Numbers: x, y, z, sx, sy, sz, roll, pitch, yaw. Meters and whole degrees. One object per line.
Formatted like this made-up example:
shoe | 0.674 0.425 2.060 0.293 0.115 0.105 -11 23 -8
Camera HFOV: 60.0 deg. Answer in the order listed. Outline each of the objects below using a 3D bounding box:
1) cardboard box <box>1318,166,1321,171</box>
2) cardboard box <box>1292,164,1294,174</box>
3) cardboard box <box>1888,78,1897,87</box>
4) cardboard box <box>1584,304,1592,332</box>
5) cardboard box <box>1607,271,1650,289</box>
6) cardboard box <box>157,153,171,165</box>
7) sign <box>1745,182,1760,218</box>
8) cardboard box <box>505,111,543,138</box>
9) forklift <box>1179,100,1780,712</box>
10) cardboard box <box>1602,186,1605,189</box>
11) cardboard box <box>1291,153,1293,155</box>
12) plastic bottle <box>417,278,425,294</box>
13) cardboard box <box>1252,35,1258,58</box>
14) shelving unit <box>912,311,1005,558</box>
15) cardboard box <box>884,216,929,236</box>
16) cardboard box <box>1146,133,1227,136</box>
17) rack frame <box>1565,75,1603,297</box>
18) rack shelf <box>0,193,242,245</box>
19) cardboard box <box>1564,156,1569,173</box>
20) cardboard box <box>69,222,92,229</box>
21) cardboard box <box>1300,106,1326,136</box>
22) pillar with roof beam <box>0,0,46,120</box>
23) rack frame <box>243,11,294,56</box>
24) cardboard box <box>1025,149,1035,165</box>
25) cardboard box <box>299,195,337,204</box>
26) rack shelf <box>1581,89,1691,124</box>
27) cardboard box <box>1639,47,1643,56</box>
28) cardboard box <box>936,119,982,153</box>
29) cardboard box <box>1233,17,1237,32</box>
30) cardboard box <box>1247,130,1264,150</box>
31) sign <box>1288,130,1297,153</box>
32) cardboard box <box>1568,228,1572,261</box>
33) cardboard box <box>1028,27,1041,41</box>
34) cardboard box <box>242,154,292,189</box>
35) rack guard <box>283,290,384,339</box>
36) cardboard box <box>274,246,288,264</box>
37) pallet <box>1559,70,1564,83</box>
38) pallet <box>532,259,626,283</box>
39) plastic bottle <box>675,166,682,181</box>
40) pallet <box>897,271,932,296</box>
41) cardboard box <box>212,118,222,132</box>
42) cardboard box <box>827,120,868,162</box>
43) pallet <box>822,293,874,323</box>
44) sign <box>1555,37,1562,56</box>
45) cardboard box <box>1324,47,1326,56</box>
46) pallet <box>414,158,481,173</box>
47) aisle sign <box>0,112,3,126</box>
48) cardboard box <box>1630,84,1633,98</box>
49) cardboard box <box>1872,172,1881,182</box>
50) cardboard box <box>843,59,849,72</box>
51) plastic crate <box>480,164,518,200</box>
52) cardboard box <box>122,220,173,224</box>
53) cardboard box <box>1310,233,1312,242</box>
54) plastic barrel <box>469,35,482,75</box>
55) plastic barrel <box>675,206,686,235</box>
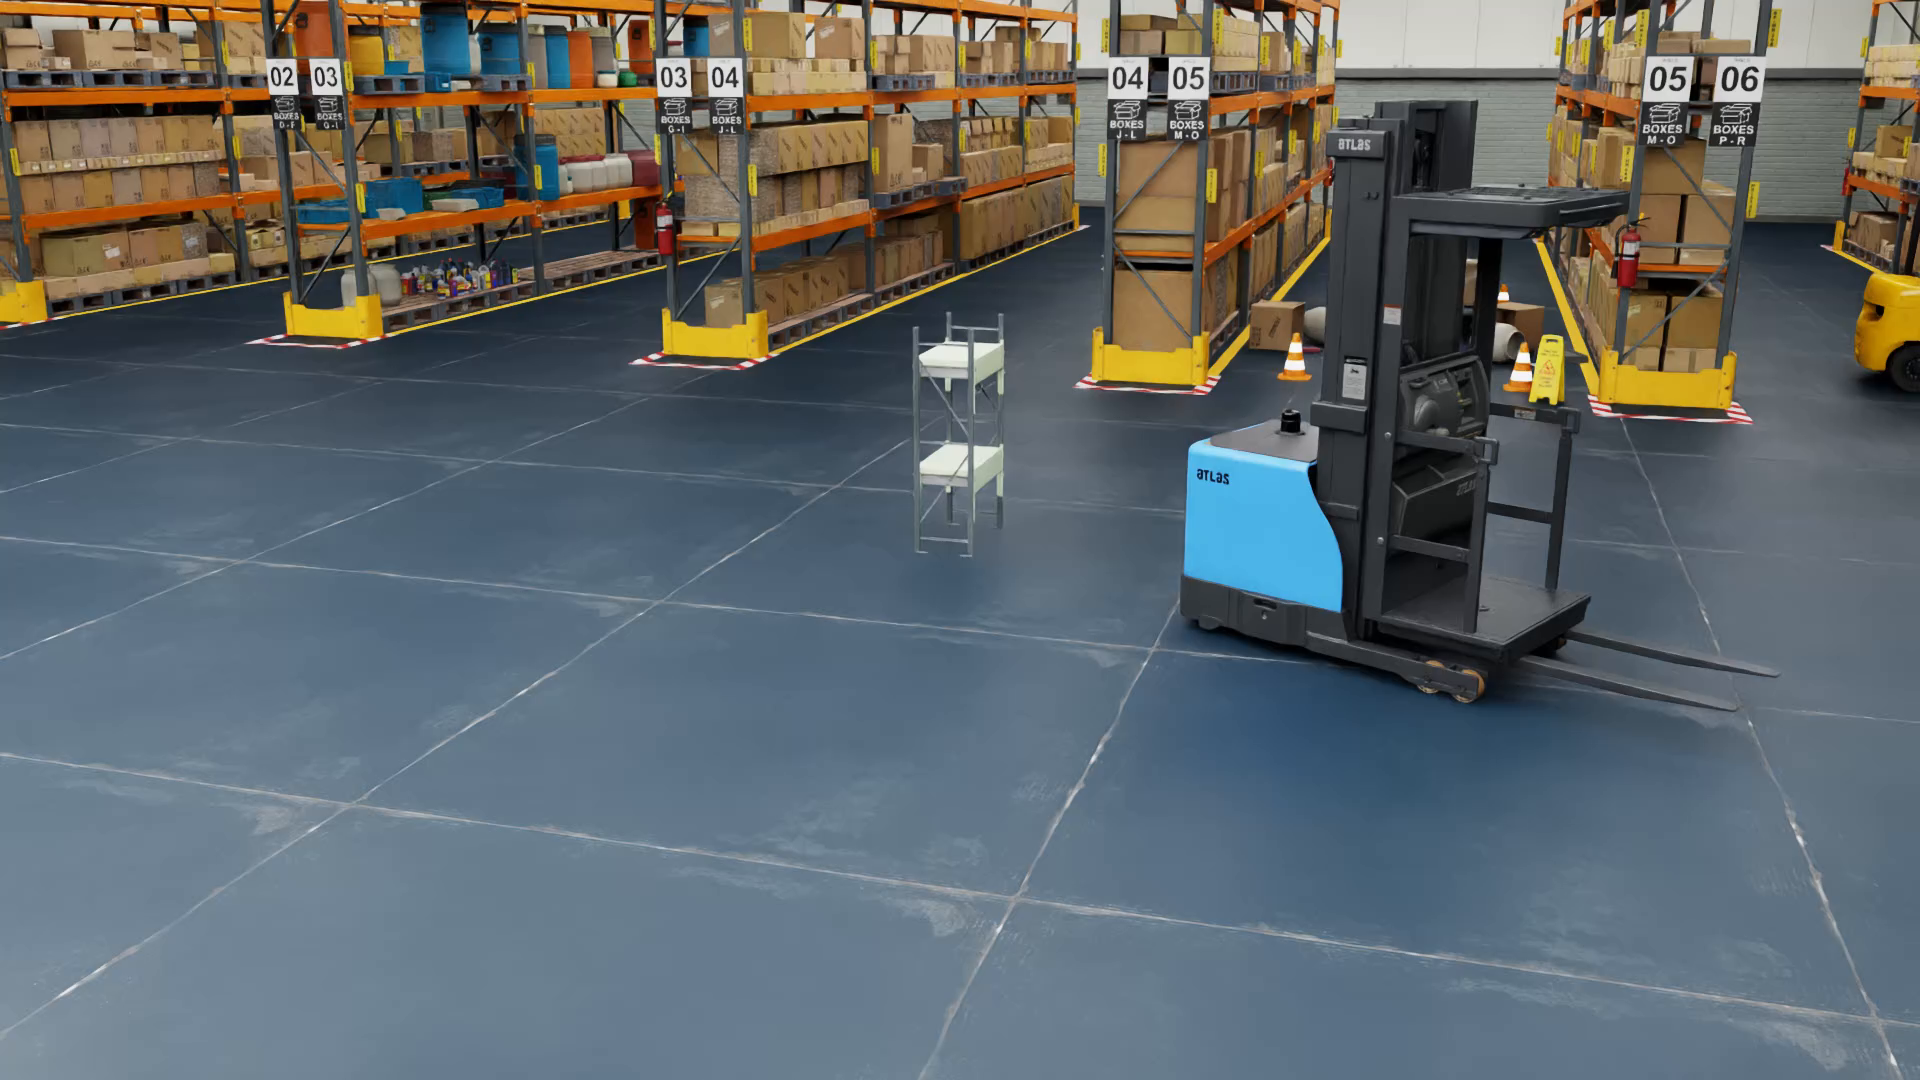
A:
cardboard box | 6.371 -6.796 30.254 0.380 0.149 0.250 4 16 13
cardboard box | 5.007 -5.793 25.948 0.380 0.149 0.250 4 16 14
cardboard box | 15.136 -7.345 26.692 0.380 0.149 0.250 5 17 17
cardboard box | 7.447 -2.538 19.048 0.500 0.250 0.500 4 16 13
cardboard box | 6.755 -2.628 16.805 0.380 0.149 0.250 5 17 17
cardboard box | -11.287 -5.336 23.272 0.380 0.149 0.250 5 16 16
sign | 7.257 -3.120 15.245 0.100 0.325 0.005 5 16 16
cardboard box | -8.447 -8.053 32.209 0.500 0.500 0.500 5 17 17
forklift | 2.697 -0.747 8.591 3.031 2.935 1.130 14 21 40
cardboard box | 7.361 -3.756 18.347 0.500 0.500 0.500 5 16 16
cardboard box | 4.925 -6.013 25.632 0.380 0.149 0.250 5 17 18
plastic bottle | -7.149 -3.373 22.046 0.097 0.201 0.097 0 16 0
cardboard box | 3.205 -5.765 19.436 0.500 0.250 0.500 4 16 15
shelving unit | -0.002 -0.720 11.119 0.431 1.500 0.755 5 16 16
cardboard box | -0.794 -4.659 24.660 0.500 0.250 0.500 7 17 22
cardboard box | 2.488 -4.224 18.472 0.875 0.550 0.500 5 16 16
rack frame | 9.010 -4.838 22.890 1.000 3.000 0.127 5 16 16
rack shelf | -11.693 -4.460 22.875 1.077 0.370 4.000 5 16 16
cardboard box | 9.462 -5.691 25.257 0.500 0.250 0.500 5 17 17
cardboard box | -15.265 -5.318 28.356 0.700 0.500 0.500 5 16 16
cardboard box | 6.187 -7.414 29.410 0.500 0.500 0.500 4 16 14
pillar with roof beam | -11.810 -9.038 26.704 9.100 9.000 0.400 5 16 16
rack frame | -13.602 -10.692 32.533 1.000 3.000 0.127 5 16 16
cardboard box | 1.030 -6.827 29.631 0.500 0.250 0.500 4 16 15
cardboard box | -13.291 -6.993 34.297 0.700 0.500 0.500 5 17 17
rack shelf | 8.442 -5.412 20.734 1.077 0.370 4.000 5 16 16
cardboard box | 6.715 -4.695 15.888 0.380 0.149 0.250 4 16 15
cardboard box | -0.080 -6.498 26.719 0.797 0.503 0.637 5 17 17
cardboard box | 2.725 -5.454 17.610 0.380 0.149 0.250 4 16 15
cardboard box | 3.668 -5.208 22.177 0.700 0.500 0.500 4 16 15
sign | 4.769 -5.711 23.844 0.100 0.325 0.005 5 16 16
cardboard box | 9.798 -4.659 25.383 0.875 0.875 0.875 5 17 17
cardboard box | 1.199 -9.274 30.522 0.500 0.250 0.500 4 16 14
cardboard box | -10.741 -5.715 25.798 0.500 0.500 0.500 6 17 20
rack guard | -7.537 -2.719 19.999 1.175 0.500 0.348 5 16 16
cardboard box | -10.626 -4.429 25.715 0.500 0.250 0.500 5 17 17
pallet | 11.083 -8.137 29.185 1.003 0.211 1.213 5 16 16
pallet | -5.846 -4.132 25.509 1.003 0.211 1.213 5 16 16
plastic bottle | -4.670 -6.105 27.571 0.061 0.283 0.133 5 16 16
pallet | -1.063 -3.743 24.138 1.003 0.211 1.213 5 16 16
cardboard box | -14.072 -7.691 30.810 0.500 0.250 0.500 5 17 16
cardboard box | -1.492 -5.093 21.229 0.500 0.500 0.500 5 16 16
pallet | -1.785 -3.040 21.661 1.003 0.211 1.213 5 16 16
sign | 10.754 -8.878 29.887 0.100 0.325 0.005 5 16 16
cardboard box | 6.107 -8.443 28.730 0.380 0.149 0.250 5 17 19
pallet | -9.440 -6.793 30.133 1.003 0.211 1.213 5 16 16
aisle sign | -11.986 -5.493 20.433 0.394 0.787 0.004 5 16 16
cardboard box | 6.961 -4.515 16.715 0.380 0.149 0.250 4 16 14
cardboard box | 15.219 -5.958 27.299 0.380 0.149 0.250 5 17 17
cardboard box | -1.595 -5.880 20.612 0.380 0.149 0.250 4 16 13
plastic crate | -6.532 -5.126 23.786 0.402 0.464 0.583 5 16 16
cardboard box | -11.691 -4.341 24.032 0.500 0.500 0.500 5 16 16
cardboard box | 5.860 -5.213 28.665 0.380 0.149 0.250 5 17 18
plastic barrel | -6.687 -6.546 22.439 0.421 0.512 0.421 0 16 0
plastic barrel | -4.796 -5.458 28.723 0.600 0.588 0.708 5 16 16
